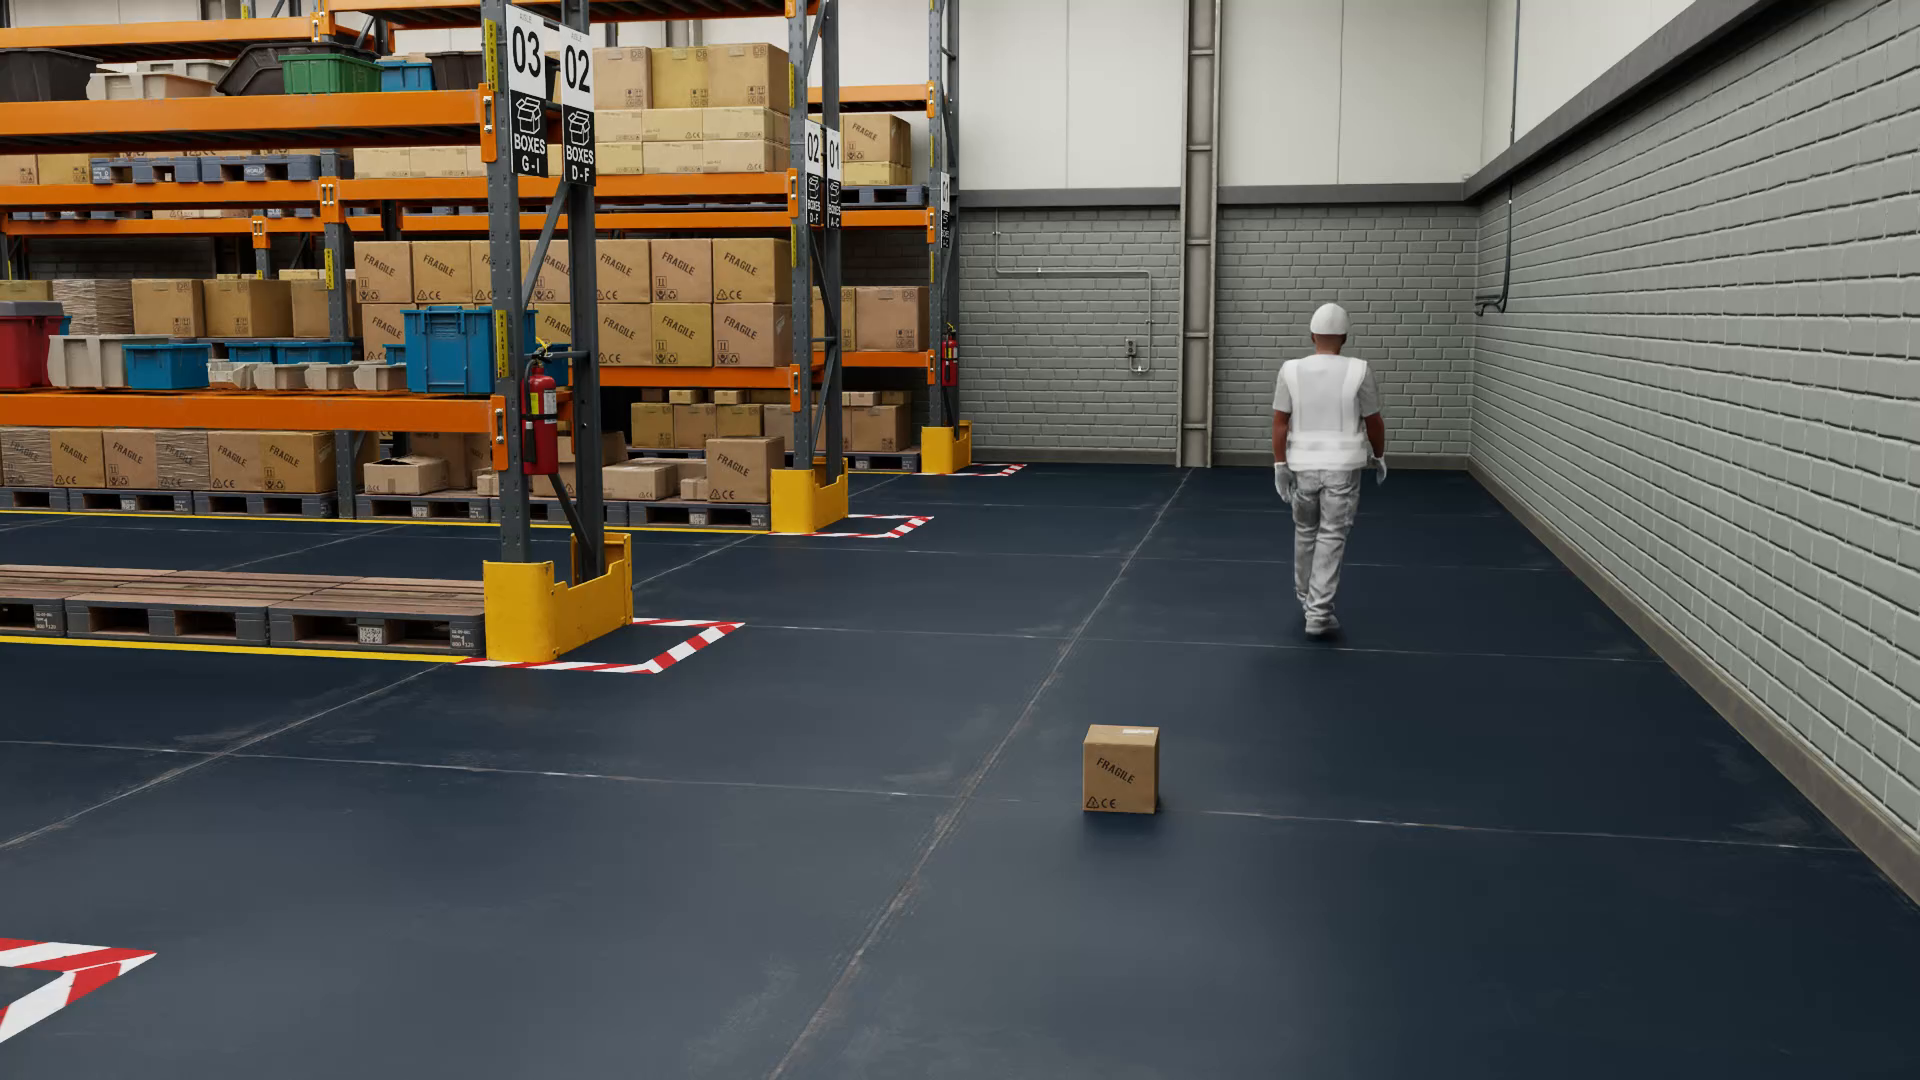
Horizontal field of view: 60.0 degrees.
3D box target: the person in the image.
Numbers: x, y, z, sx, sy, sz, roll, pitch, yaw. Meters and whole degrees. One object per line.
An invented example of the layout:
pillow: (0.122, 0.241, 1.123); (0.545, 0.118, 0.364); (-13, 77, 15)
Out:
person: (2.045, -0.410, 9.100); (0.561, 1.754, 0.892); (4, 9, 26)
